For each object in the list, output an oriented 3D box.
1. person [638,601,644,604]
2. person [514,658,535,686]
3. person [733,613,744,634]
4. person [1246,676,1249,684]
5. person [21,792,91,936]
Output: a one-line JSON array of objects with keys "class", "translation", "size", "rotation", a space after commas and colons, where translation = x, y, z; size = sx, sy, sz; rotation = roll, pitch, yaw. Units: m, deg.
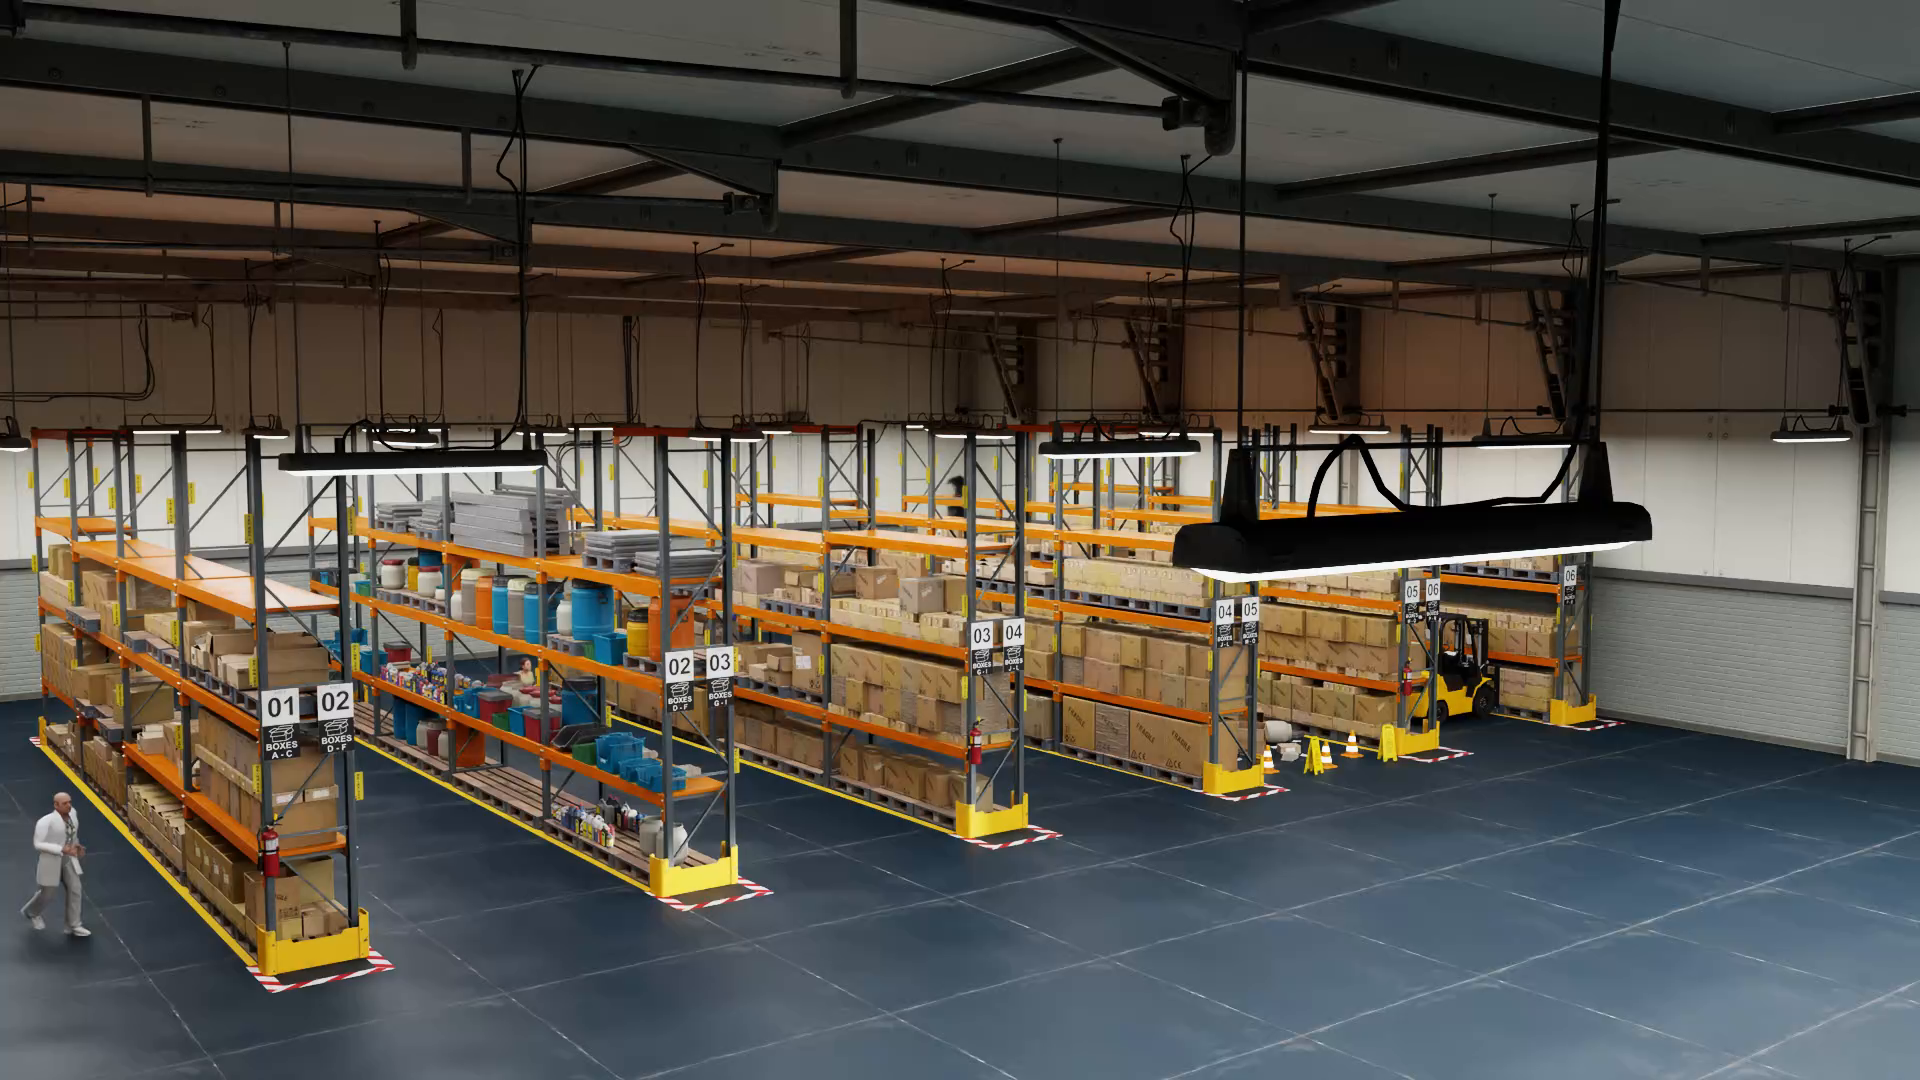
[{"class": "person", "translation": [-7.814, 2.326, 40.473], "size": [0.657, 1.701, 0.776], "rotation": [-3, 6, -36]}, {"class": "person", "translation": [-8.273, 3.053, 31.416], "size": [0.784, 1.676, 0.526], "rotation": [3, 5, 31]}, {"class": "person", "translation": [-5.578, 2.291, 41.388], "size": [0.576, 1.650, 0.821], "rotation": [4, 6, 41]}, {"class": "person", "translation": [6.185, 2.533, 37.382], "size": [0.656, 1.761, 0.684], "rotation": [-3, 6, -36]}, {"class": "person", "translation": [-10.926, 3.884, 20.022], "size": [1.011, 1.749, 0.690], "rotation": [2, 5, 25]}]
